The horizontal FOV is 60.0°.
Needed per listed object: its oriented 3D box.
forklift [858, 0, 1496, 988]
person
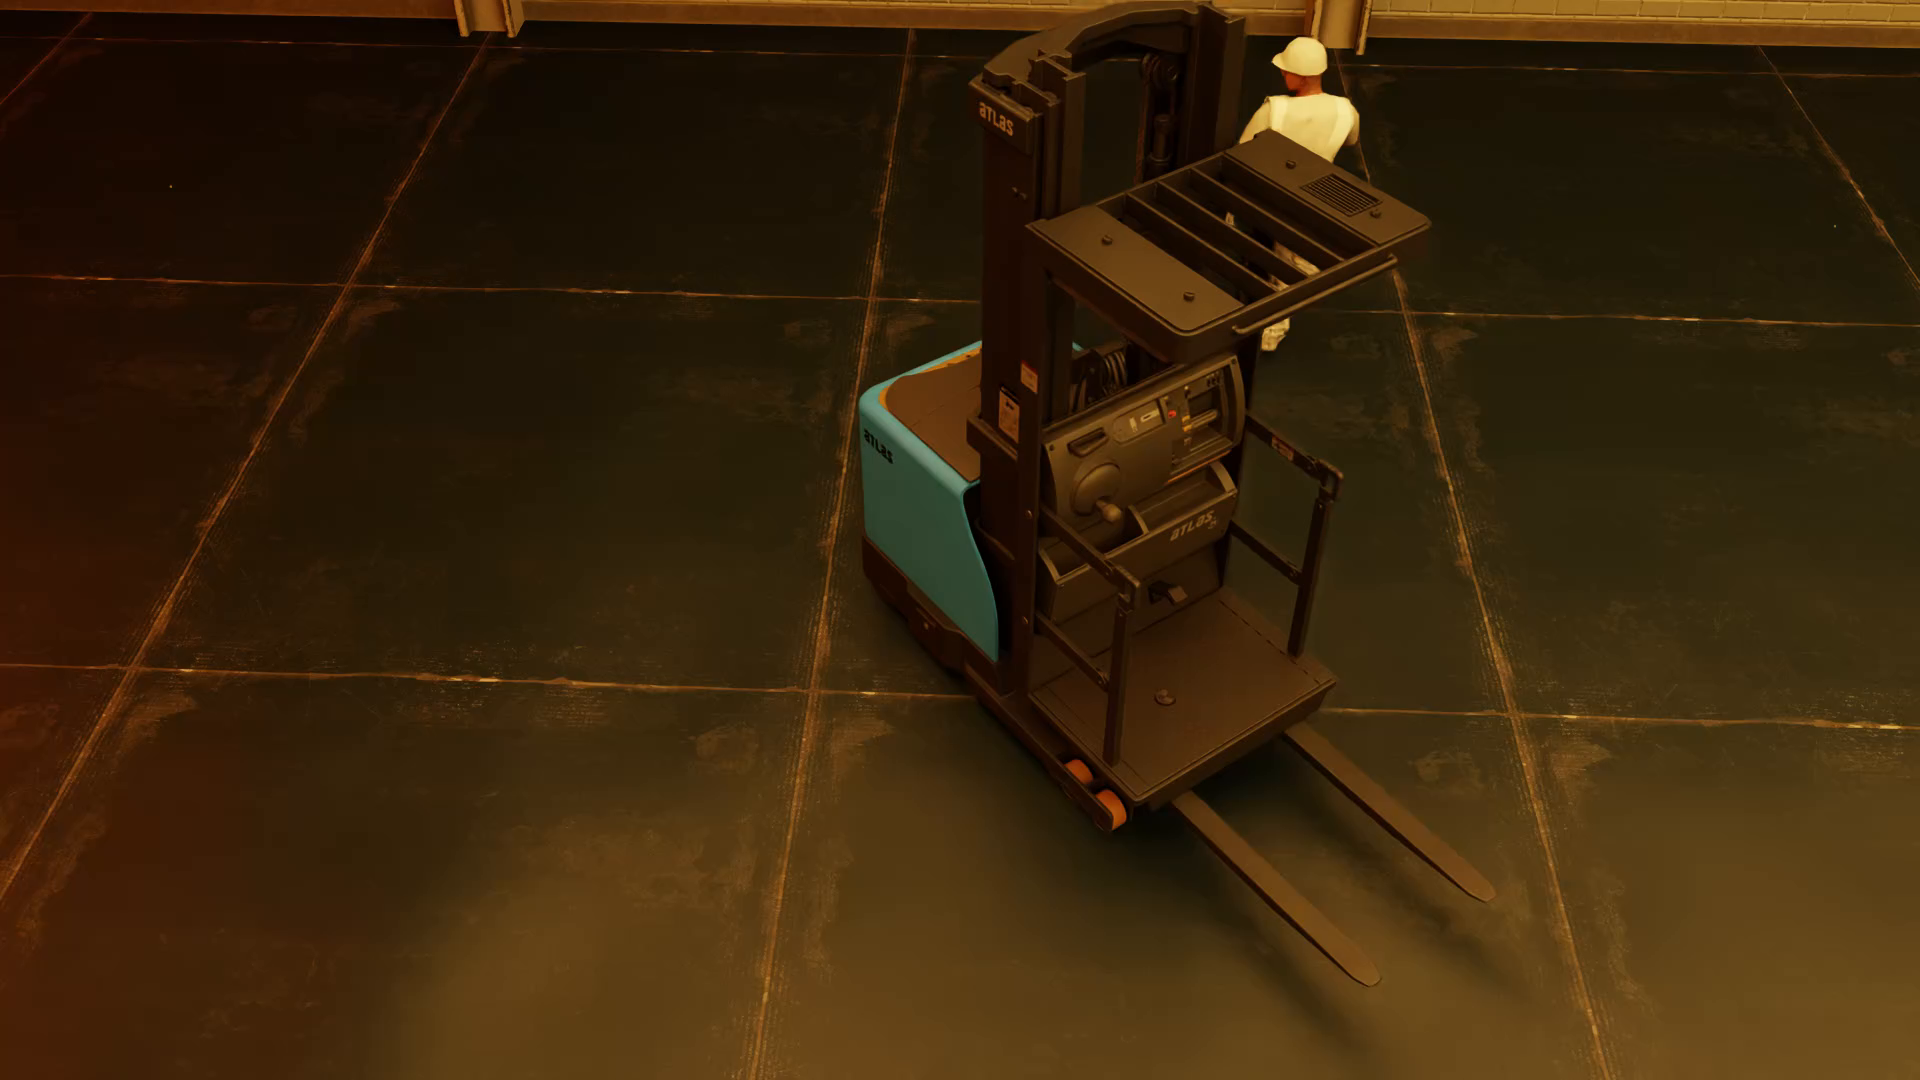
[{"bbox_3d":[0.826,-0.299,6.069,1.130,2.935,3.031,-26,48,-26],"label":"forklift"},{"bbox_3d":[1.719,-1.820,8.681,0.583,1.698,0.944,14,44,15],"label":"person"}]
